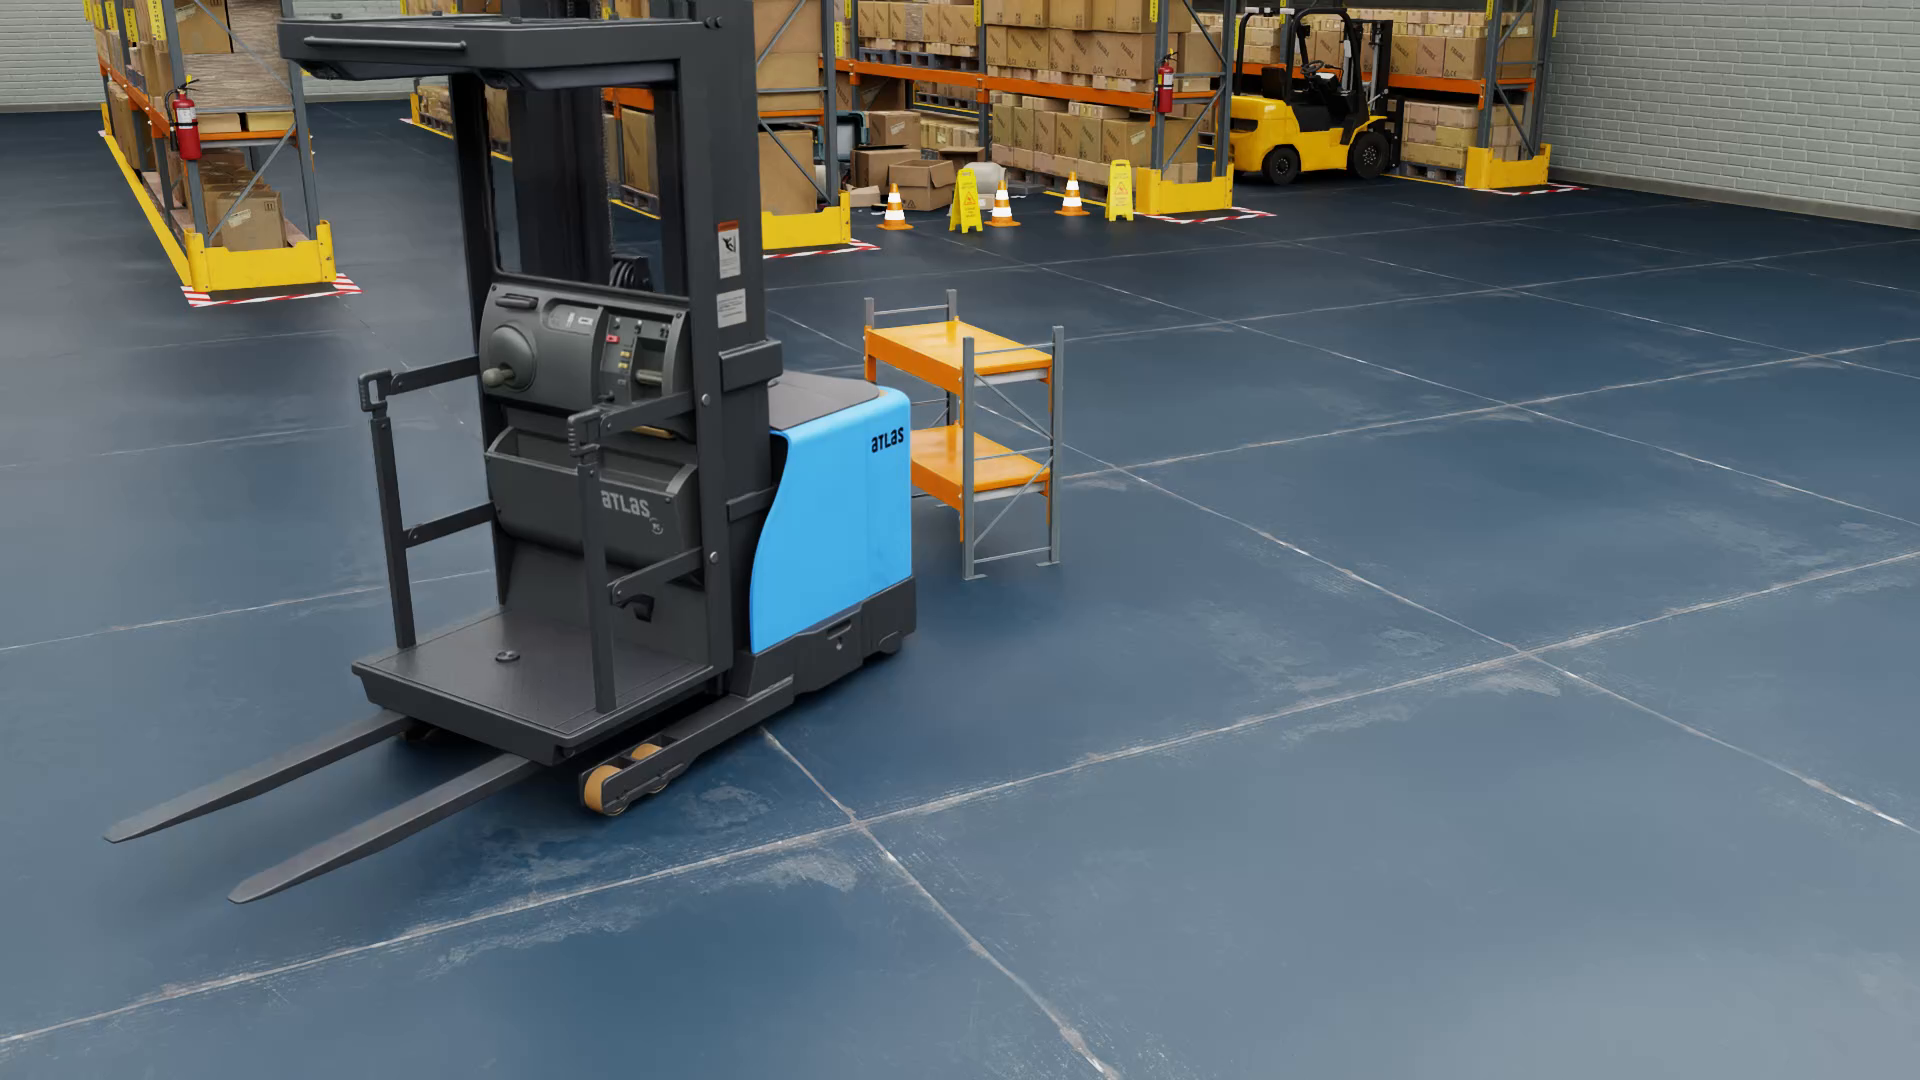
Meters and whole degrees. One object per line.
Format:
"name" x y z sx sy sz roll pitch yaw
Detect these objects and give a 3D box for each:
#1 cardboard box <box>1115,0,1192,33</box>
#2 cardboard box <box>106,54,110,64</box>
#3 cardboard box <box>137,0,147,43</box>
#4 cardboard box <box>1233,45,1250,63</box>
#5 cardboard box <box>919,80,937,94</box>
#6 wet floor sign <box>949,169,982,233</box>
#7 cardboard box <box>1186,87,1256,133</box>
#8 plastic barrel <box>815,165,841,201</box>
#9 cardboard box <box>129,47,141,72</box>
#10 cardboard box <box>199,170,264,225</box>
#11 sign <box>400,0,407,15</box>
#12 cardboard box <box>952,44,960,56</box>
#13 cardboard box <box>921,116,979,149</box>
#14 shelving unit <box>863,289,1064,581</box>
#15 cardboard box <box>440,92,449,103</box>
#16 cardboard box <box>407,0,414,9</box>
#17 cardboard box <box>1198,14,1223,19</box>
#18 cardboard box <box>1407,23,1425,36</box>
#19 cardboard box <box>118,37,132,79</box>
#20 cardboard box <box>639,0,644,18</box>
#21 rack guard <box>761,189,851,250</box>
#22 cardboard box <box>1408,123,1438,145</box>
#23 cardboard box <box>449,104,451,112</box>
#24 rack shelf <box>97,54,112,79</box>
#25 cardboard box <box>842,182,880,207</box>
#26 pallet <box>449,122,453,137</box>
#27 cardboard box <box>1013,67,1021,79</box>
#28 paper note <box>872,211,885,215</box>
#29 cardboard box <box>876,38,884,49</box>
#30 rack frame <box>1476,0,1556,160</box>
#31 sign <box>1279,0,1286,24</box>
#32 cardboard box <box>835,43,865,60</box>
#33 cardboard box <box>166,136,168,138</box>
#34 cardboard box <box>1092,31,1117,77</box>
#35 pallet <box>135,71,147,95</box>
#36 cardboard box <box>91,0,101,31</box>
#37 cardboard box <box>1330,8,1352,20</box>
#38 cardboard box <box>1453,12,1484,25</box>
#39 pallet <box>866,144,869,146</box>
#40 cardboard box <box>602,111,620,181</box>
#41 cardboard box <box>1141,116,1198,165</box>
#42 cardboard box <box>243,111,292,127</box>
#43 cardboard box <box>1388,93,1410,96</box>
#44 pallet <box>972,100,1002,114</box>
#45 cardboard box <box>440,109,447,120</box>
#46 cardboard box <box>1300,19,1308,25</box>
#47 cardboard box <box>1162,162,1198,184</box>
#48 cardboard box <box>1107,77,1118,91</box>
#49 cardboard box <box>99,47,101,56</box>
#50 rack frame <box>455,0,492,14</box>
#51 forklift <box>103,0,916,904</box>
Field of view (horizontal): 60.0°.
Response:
"cardboard box" 2.179 -5.973 18.700 0.700 0.500 0.500 -11 22 -28
"cardboard box" -12.239 -7.027 24.283 0.380 0.149 0.250 -10 21 -26
"cardboard box" -7.778 -5.161 16.348 0.500 0.500 0.500 -10 21 -27
"cardboard box" 4.368 -7.294 24.901 0.500 0.250 0.500 -10 21 -27
"cardboard box" -0.410 -9.390 33.930 0.797 0.503 0.637 -11 22 -29
"wet floor sign" 0.062 -3.589 17.543 0.267 0.644 0.232 -14 24 -36
"cardboard box" 4.103 -6.781 26.181 0.875 0.625 0.625 -11 22 -29
"plastic barrel" -1.705 -4.246 19.787 0.512 0.421 0.421 4 19 11
"cardboard box" -9.313 -5.572 19.266 0.500 0.250 0.500 -11 22 -28
"cardboard box" -7.210 -3.379 16.514 0.500 0.500 0.500 -12 22 -31
"sign" -9.770 -9.322 29.220 0.100 0.325 0.005 -10 21 -27
"cardboard box" 0.117 -6.611 22.432 0.380 0.149 0.250 -11 22 -28
"cardboard box" -0.213 -5.859 23.898 0.950 0.372 0.625 -9 21 -25
"shelving unit" -0.003 -0.534 7.954 0.538 1.125 1.048 -10 21 -27
"cardboard box" -8.475 -7.405 27.808 0.380 0.149 0.250 -11 22 -29
"cardboard box" -9.313 -9.487 28.885 0.500 0.500 0.500 -10 21 -27
"cardboard box" 3.904 -8.054 25.726 0.380 0.149 0.250 -10 21 -27
"cardboard box" 6.076 -6.674 21.727 0.380 0.149 0.250 -11 22 -28
"cardboard box" -10.359 -6.111 21.090 0.500 0.500 0.500 -9 21 -25
"cardboard box" -3.086 -5.882 18.694 0.875 0.550 0.550 -10 21 -27
"rack guard" -1.683 -3.215 16.682 1.175 0.500 0.348 -10 21 -27
"cardboard box" 6.245 -5.341 21.817 0.500 0.250 0.500 -10 22 -27
"cardboard box" -8.275 -7.188 27.635 0.380 0.149 0.250 -9 21 -25
"rack shelf" -12.756 -7.343 25.916 1.077 0.370 4.000 -10 21 -27
"cardboard box" -1.157 -4.051 19.465 0.396 0.266 0.258 -6 20 -17
"pallet" -7.743 -6.718 27.275 1.003 0.211 1.213 -10 21 -27
"cardboard box" 0.900 -5.953 21.169 0.380 0.149 0.250 -10 21 -27
"paper note" -0.925 -3.700 18.811 0.144 0.017 0.142 -3 19 -8
"cardboard box" -1.000 -7.281 24.376 0.380 0.149 0.250 -12 22 -30
"rack frame" 6.980 -5.969 20.832 1.000 3.000 0.127 -10 21 -27
"sign" 4.608 -7.541 23.732 0.100 0.325 0.005 -10 21 -27
"cardboard box" -1.654 -7.530 25.585 0.500 0.250 0.500 -11 22 -29
"cardboard box" -9.301 -5.003 20.040 0.500 0.250 0.500 -7 20 -21
"cardboard box" 1.880 -5.645 19.282 0.500 0.500 0.500 -10 21 -27
"pallet" -8.930 -5.308 19.210 1.003 0.211 1.213 -10 21 -27
"cardboard box" -13.226 -8.211 25.952 0.500 0.500 0.500 -11 22 -28
"cardboard box" 5.336 -7.252 22.945 0.380 0.149 0.250 -9 21 -25
"cardboard box" 6.480 -6.600 21.056 0.380 0.149 0.250 -10 21 -27
"pallet" -0.815 -5.953 25.060 1.003 0.211 1.213 -10 21 -27
"cardboard box" -3.968 -4.851 20.397 1.050 0.750 0.750 -10 21 -27
"cardboard box" 2.462 -4.734 19.673 0.500 0.500 0.500 -11 22 -28
"cardboard box" -6.135 -3.739 14.754 0.380 0.149 0.250 -10 21 -27
"cardboard box" 5.967 -6.087 23.212 0.500 0.250 0.500 -10 21 -26
"pallet" 0.957 -8.293 31.842 1.003 0.211 1.213 -10 21 -27
"cardboard box" -8.579 -7.206 28.141 0.380 0.149 0.250 -10 21 -27
"cardboard box" 5.001 -7.339 23.654 0.380 0.149 0.250 -10 22 -28
"cardboard box" 2.474 -4.372 19.776 0.500 0.250 0.500 -10 21 -27
"cardboard box" 1.927 -5.287 19.240 0.380 0.149 0.250 -10 22 -28
"cardboard box" -13.338 -7.691 26.206 0.380 0.149 0.250 -10 22 -28
"rack frame" -7.393 -7.848 26.278 1.000 3.000 0.127 -10 21 -27
"forklift" -1.416 -0.650 5.520 1.130 2.935 3.031 12 23 32
